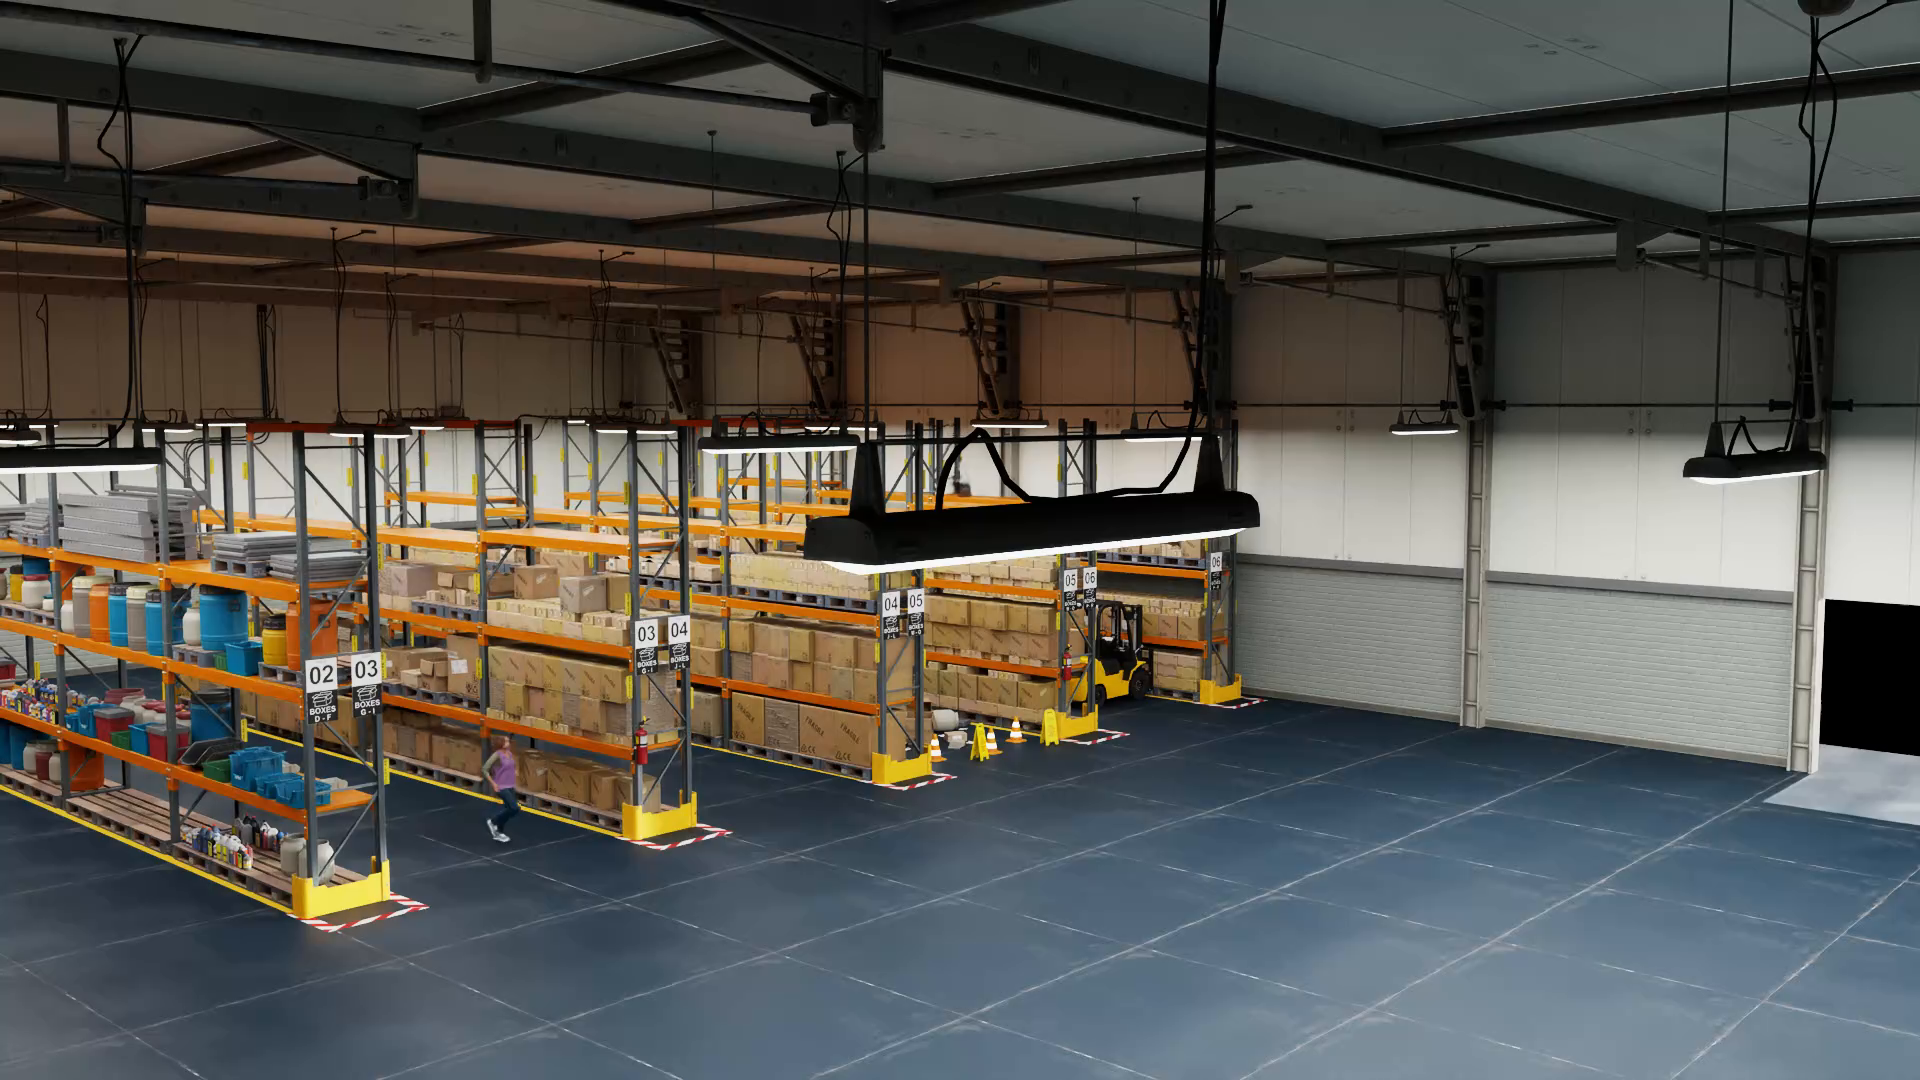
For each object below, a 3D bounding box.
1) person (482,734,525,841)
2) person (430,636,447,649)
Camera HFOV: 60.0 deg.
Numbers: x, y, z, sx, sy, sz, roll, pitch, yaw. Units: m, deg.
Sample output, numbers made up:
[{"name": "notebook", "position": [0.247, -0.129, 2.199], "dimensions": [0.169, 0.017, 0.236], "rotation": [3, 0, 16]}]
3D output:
[{"name": "person", "position": [-6.548, 3.587, 24.017], "dimensions": [0.541, 1.560, 0.532], "rotation": [1, 5, 17]}, {"name": "person", "position": [-12.592, 2.222, 40.160], "dimensions": [0.685, 1.683, 0.693], "rotation": [-2, 5, -19]}]
